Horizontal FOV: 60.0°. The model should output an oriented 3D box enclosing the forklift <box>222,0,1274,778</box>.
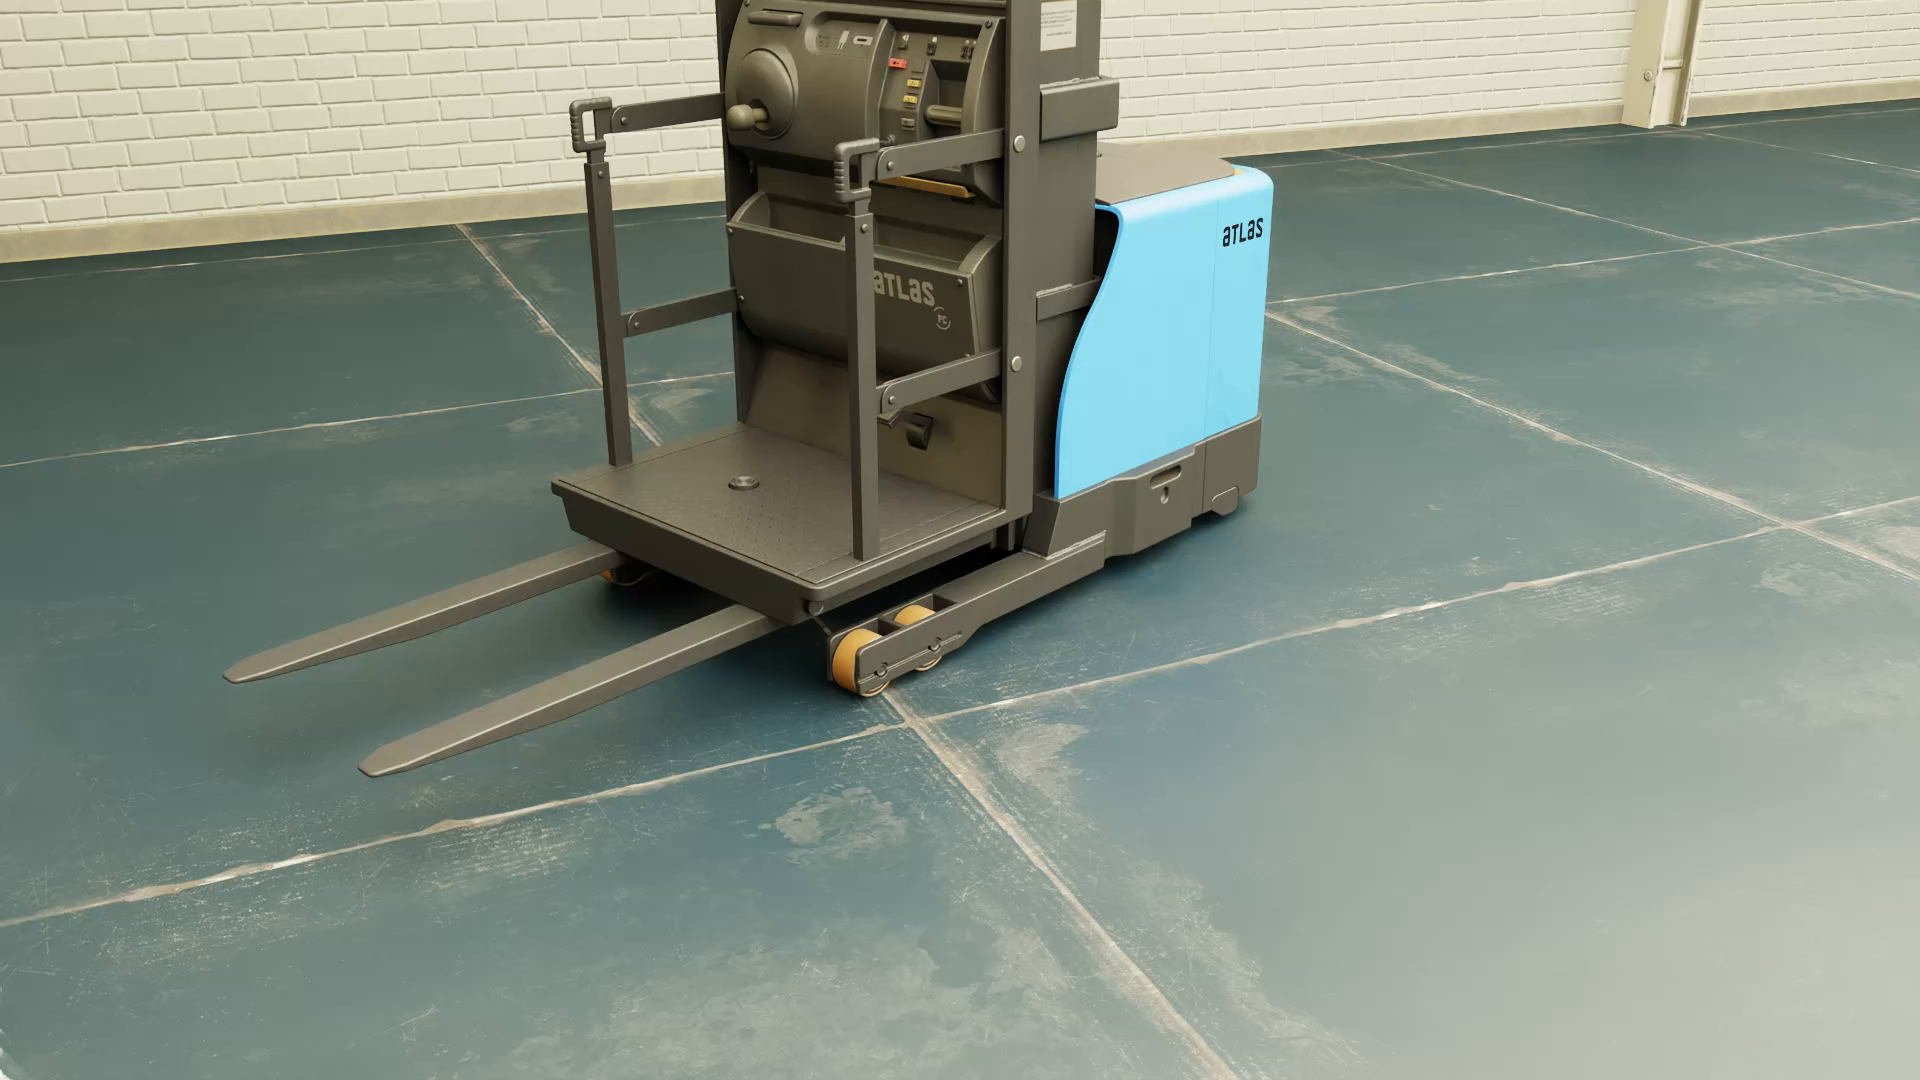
[{"bbox_3d":[-0.413,-1.182,4.131,1.130,2.935,3.031,19,29,39],"label":"forklift"}]
